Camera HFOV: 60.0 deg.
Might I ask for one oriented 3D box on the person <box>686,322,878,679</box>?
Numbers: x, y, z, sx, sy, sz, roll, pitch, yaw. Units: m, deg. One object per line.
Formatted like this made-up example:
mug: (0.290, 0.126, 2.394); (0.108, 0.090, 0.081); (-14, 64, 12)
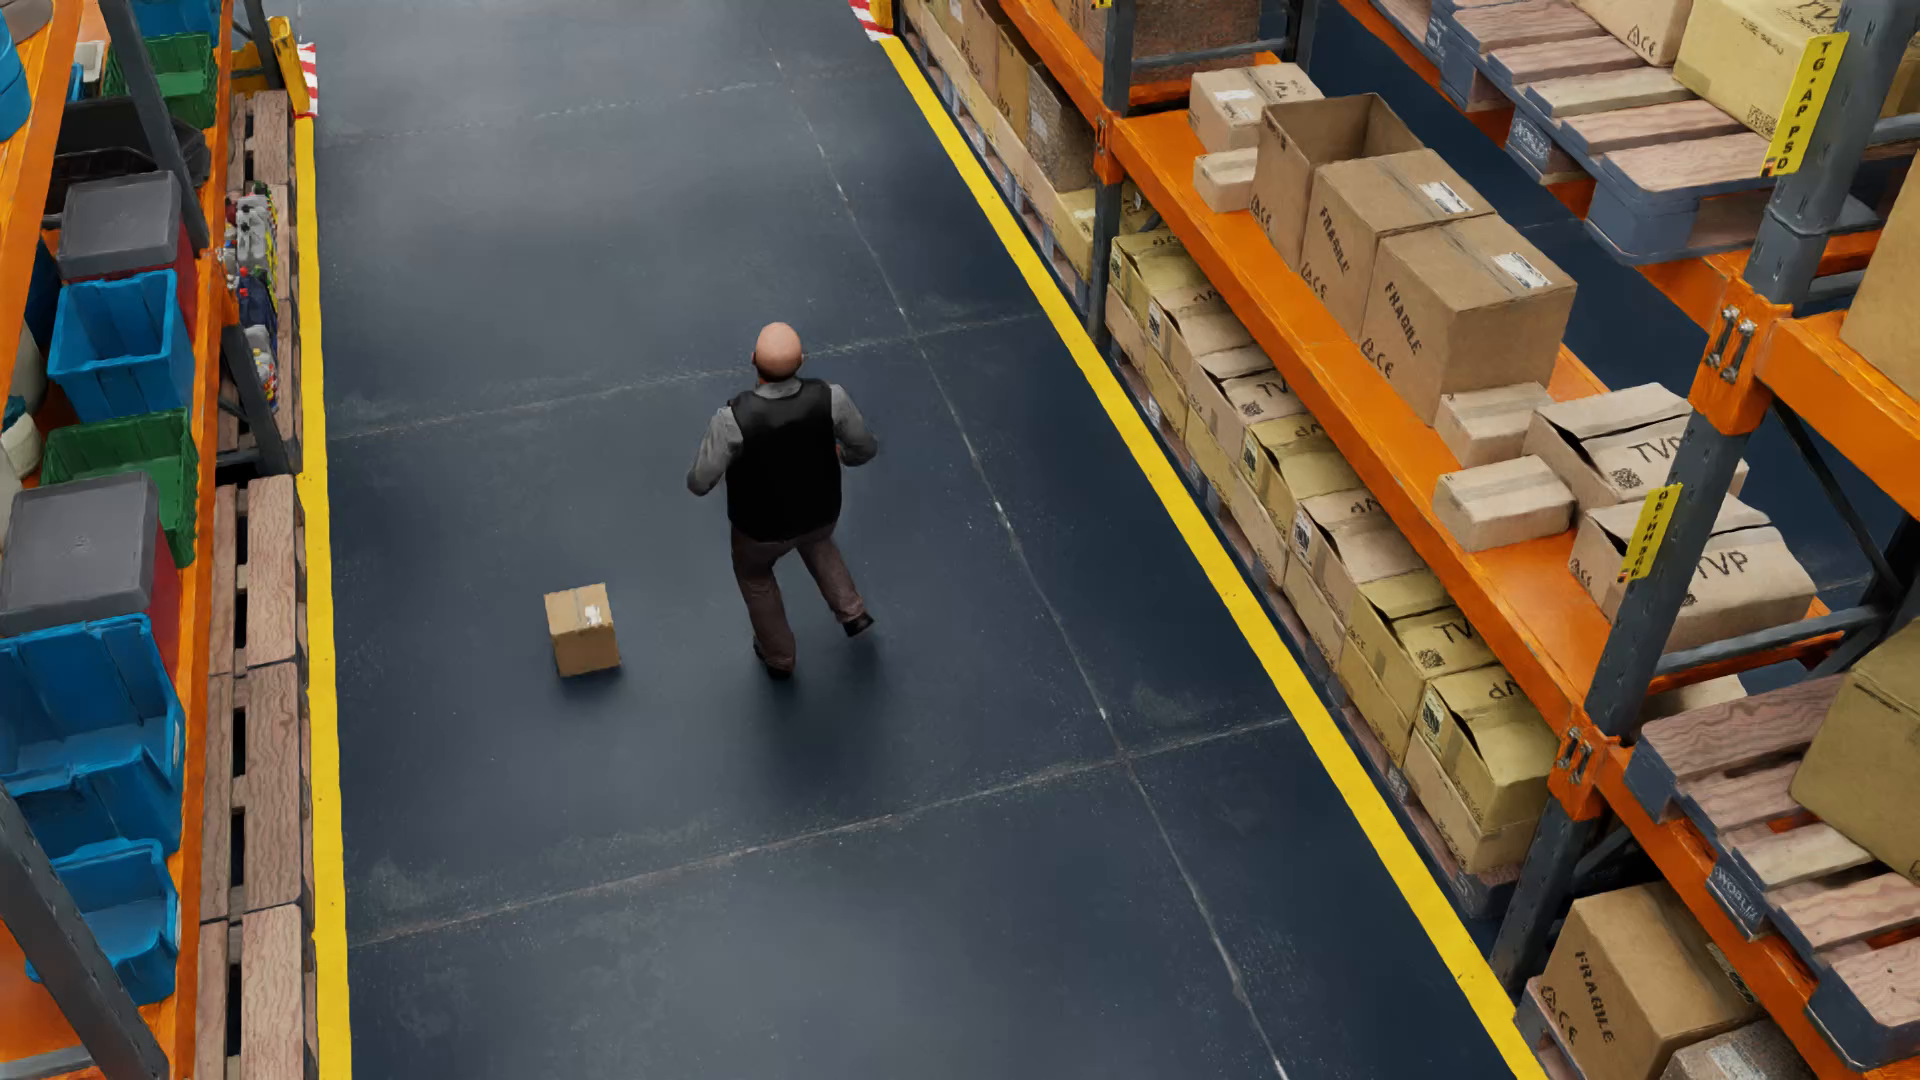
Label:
person: (-0.708, -0.143, 6.366); (0.710, 1.689, 0.493); (-21, 46, -22)
